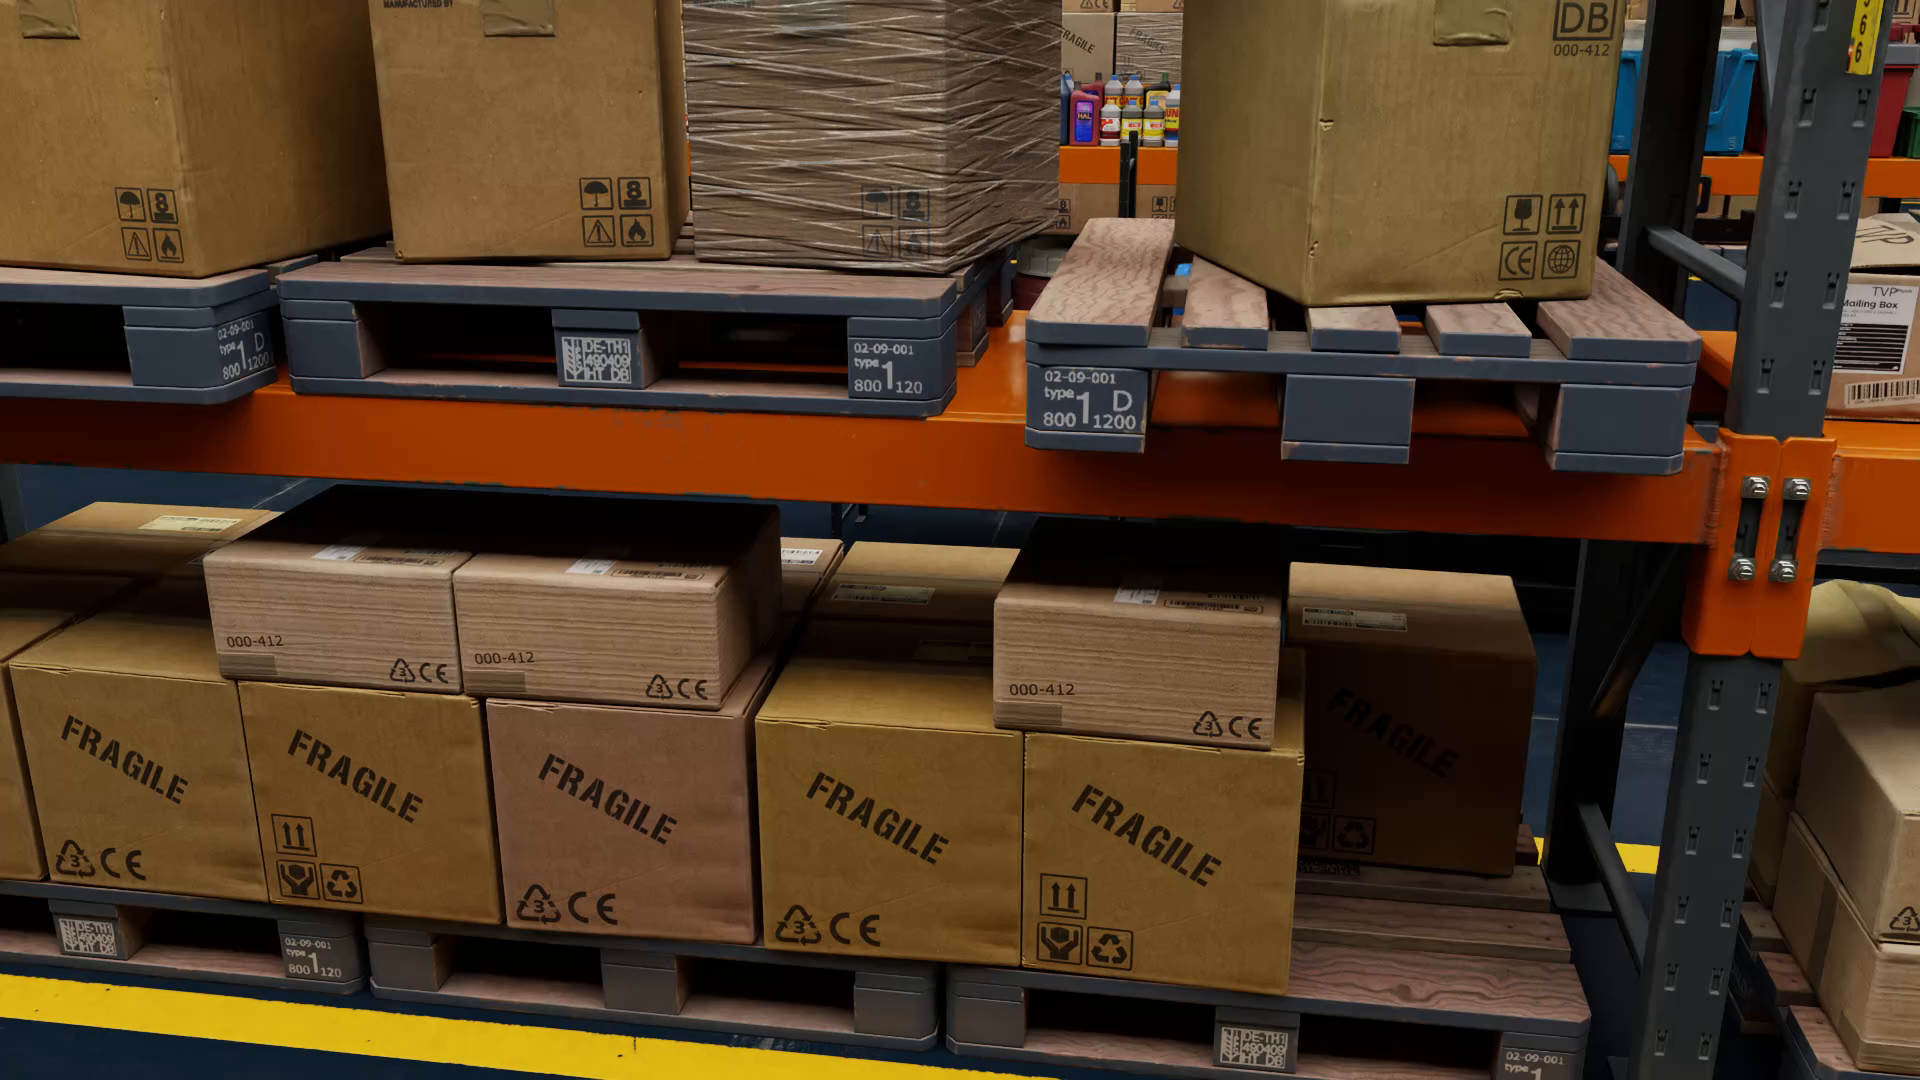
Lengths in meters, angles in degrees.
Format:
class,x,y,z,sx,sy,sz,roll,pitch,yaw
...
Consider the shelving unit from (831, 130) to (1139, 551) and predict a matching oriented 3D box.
class,x,y,z,sx,sy,sz,roll,pitch,yaw
shelving unit,0.084,-0.707,6.052,1.048,1.500,0.538,3,19,9

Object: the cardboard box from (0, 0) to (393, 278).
class,x,y,z,sx,sy,sz,roll,pitch,yaw
cardboard box,-1.458,-0.824,3.220,0.500,0.500,0.700,6,19,17

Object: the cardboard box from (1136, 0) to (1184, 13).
class,x,y,z,sx,sy,sz,roll,pitch,yaw
cardboard box,1.583,-4.187,12.352,0.637,0.503,0.797,3,19,10

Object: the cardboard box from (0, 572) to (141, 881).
class,x,y,z,sx,sy,sz,roll,pitch,yaw
cardboard box,-2.141,0.391,3.654,0.500,0.500,0.500,2,19,6

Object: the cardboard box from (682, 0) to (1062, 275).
class,x,y,z,sx,sy,sz,roll,pitch,yaw
cardboard box,-0.142,-0.834,3.249,0.500,0.500,0.700,7,20,19

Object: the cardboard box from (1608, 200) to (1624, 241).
class,x,y,z,sx,sy,sz,roll,pitch,yaw
cardboard box,4.720,-2.534,12.395,0.500,0.500,0.700,5,19,13

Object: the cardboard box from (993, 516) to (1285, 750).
class,x,y,z,sx,sy,sz,roll,pitch,yaw
cardboard box,0.353,0.161,3.159,0.500,0.250,0.500,4,19,11

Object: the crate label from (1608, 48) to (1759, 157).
class,x,y,z,sx,sy,sz,roll,pitch,yaw
crate label,3.097,-1.919,7.255,0.616,0.435,0.502,3,19,9

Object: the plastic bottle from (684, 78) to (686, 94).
class,x,y,z,sx,sy,sz,roll,pitch,yaw
plastic bottle,-1.350,-2.261,8.528,0.135,0.276,0.152,3,19,9

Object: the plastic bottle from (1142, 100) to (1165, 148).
class,x,y,z,sx,sy,sz,roll,pitch,yaw
plastic bottle,0.873,-1.877,7.499,0.097,0.201,0.097,0,18,0

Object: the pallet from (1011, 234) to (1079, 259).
class,x,y,z,sx,sy,sz,roll,pitch,yaw
pallet,0.977,-2.392,13.118,1.213,0.211,1.003,3,19,9

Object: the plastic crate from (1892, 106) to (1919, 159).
class,x,y,z,sx,sy,sz,roll,pitch,yaw
plastic crate,4.344,-1.734,7.093,0.662,0.188,0.450,3,19,9

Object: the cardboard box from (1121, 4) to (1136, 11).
class,x,y,z,sx,sy,sz,roll,pitch,yaw
cardboard box,1.743,-5.318,16.734,0.250,0.149,0.380,3,19,8

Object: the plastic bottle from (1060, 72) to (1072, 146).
class,x,y,z,sx,sy,sz,roll,pitch,yaw
plastic bottle,0.413,-1.979,7.567,0.185,0.351,0.144,3,19,9

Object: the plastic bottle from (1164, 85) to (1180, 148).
class,x,y,z,sx,sy,sz,roll,pitch,yaw
plastic bottle,0.969,-1.905,7.473,0.097,0.271,0.097,0,18,0

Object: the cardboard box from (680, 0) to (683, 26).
class,x,y,z,sx,sy,sz,roll,pitch,yaw
cardboard box,-1.995,-4.181,12.658,0.500,0.500,0.500,3,19,9

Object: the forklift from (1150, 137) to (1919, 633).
class,x,y,z,sx,sy,sz,roll,pitch,yaw
forklift,2.220,-1.245,5.406,3.031,2.935,1.130,4,19,11

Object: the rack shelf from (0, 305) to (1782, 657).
class,x,y,z,sx,sy,sz,roll,pitch,yaw
rack shelf,-0.605,-0.245,3.441,4.000,0.370,1.077,3,19,9

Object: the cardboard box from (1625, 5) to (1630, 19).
class,x,y,z,sx,sy,sz,roll,pitch,yaw
cardboard box,6.225,-4.977,16.292,0.500,0.500,0.500,3,19,9

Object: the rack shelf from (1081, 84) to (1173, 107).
class,x,y,z,sx,sy,sz,roll,pitch,yaw
rack shelf,0.970,-3.348,12.716,4.000,0.370,1.077,3,19,9

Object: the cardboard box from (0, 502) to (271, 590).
class,x,y,z,sx,sy,sz,roll,pitch,yaw
cardboard box,-2.047,0.225,4.149,0.500,0.500,0.500,3,19,8

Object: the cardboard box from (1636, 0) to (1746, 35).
class,x,y,z,sx,sy,sz,roll,pitch,yaw
cardboard box,5.168,-3.694,11.790,0.637,0.503,0.797,5,19,14

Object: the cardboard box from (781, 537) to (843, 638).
class,x,y,z,sx,sy,sz,roll,pitch,yaw
cardboard box,-0.563,0.303,3.916,0.500,0.500,0.500,2,19,7

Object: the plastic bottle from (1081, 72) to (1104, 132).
class,x,y,z,sx,sy,sz,roll,pitch,yaw
plastic bottle,0.650,-2.177,8.266,0.133,0.283,0.061,3,19,9

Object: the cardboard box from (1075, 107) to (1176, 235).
class,x,y,z,sx,sy,sz,roll,pitch,yaw
cardboard box,1.388,-2.869,12.836,0.875,0.875,1.225,3,19,9

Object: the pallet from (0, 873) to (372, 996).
class,x,y,z,sx,sy,sz,roll,pitch,yaw
pallet,-1.770,0.665,3.983,1.213,0.211,1.003,3,19,9

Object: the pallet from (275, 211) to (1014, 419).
class,x,y,z,sx,sy,sz,roll,pitch,yaw
pallet,-0.551,-0.491,3.345,1.213,0.211,1.003,3,19,9

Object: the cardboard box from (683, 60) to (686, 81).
class,x,y,z,sx,sy,sz,roll,pitch,yaw
cardboard box,-2.119,-3.622,12.798,0.250,0.149,0.380,3,19,10

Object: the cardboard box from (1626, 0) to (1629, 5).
class,x,y,z,sx,sy,sz,roll,pitch,yaw
cardboard box,6.283,-5.532,16.375,0.500,0.500,0.700,3,19,9

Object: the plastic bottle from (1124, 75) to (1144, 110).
class,x,y,z,sx,sy,sz,roll,pitch,yaw
plastic bottle,0.857,-2.155,8.219,0.097,0.271,0.097,0,18,0

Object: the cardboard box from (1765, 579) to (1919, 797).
class,x,y,z,sx,sy,sz,roll,pitch,yaw
cardboard box,1.926,0.303,3.458,0.500,0.311,0.500,3,19,10

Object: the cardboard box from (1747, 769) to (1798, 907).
class,x,y,z,sx,sy,sz,roll,pitch,yaw
cardboard box,1.928,0.570,3.545,0.500,0.250,0.500,3,19,10

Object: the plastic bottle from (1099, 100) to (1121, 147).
class,x,y,z,sx,sy,sz,roll,pitch,yaw
plastic bottle,0.681,-1.887,7.528,0.097,0.201,0.097,0,18,0

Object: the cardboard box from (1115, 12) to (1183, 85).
class,x,y,z,sx,sy,sz,roll,pitch,yaw
cardboard box,1.414,-3.635,12.283,0.500,0.500,0.500,2,19,7

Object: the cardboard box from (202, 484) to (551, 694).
class,x,y,z,sx,sy,sz,roll,pitch,yaw
cardboard box,-1.153,0.086,3.384,0.500,0.250,0.500,3,19,9

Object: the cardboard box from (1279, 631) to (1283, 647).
class,x,y,z,sx,sy,sz,roll,pitch,yaw
cardboard box,0.448,0.355,3.762,0.500,0.500,0.500,2,19,7

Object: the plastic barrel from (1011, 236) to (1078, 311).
class,x,y,z,sx,sy,sz,roll,pitch,yaw
plastic barrel,0.559,-1.169,8.207,0.708,0.588,0.600,3,19,9

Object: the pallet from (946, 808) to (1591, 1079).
class,x,y,z,sx,sy,sz,roll,pitch,yaw
pallet,0.639,0.788,3.616,1.213,0.211,1.003,3,19,9

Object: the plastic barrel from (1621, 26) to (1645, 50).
class,x,y,z,sx,sy,sz,roll,pitch,yaw
plastic barrel,3.209,-2.105,7.691,0.421,0.512,0.421,0,18,0

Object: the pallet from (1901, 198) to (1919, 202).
class,x,y,z,sx,sy,sz,roll,pitch,yaw
pallet,9.727,-3.490,16.402,1.213,0.211,1.003,3,19,9

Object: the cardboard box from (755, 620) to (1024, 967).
class,x,y,z,sx,sy,sz,roll,pitch,yaw
cardboard box,-0.102,0.492,3.352,0.500,0.500,0.500,2,19,7

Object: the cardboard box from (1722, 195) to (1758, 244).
class,x,y,z,sx,sy,sz,roll,pitch,yaw
cardboard box,5.823,-2.478,12.228,0.500,0.500,0.700,3,19,8

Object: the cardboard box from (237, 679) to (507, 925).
class,x,y,z,sx,sy,sz,roll,pitch,yaw
cardboard box,-1.120,0.442,3.502,0.500,0.500,0.500,3,19,9

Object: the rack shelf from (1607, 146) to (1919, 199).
class,x,y,z,sx,sy,sz,roll,pitch,yaw
rack shelf,4.134,-1.595,7.477,4.000,0.370,1.077,3,19,9

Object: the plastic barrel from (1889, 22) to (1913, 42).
class,x,y,z,sx,sy,sz,roll,pitch,yaw
plastic barrel,4.047,-2.076,7.565,0.433,0.535,0.433,0,18,0

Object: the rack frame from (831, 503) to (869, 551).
class,x,y,z,sx,sy,sz,roll,pitch,yaw
rack frame,-0.418,-0.733,6.129,0.032,1.500,0.500,3,19,9

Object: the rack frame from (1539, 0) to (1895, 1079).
class,x,y,z,sx,sy,sz,roll,pitch,yaw
rack frame,1.370,-0.485,3.026,0.127,3.000,1.000,3,19,9

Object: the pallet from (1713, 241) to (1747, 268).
class,x,y,z,sx,sy,sz,roll,pitch,yaw
pallet,6.125,-2.104,12.257,1.213,0.211,1.003,3,19,9
